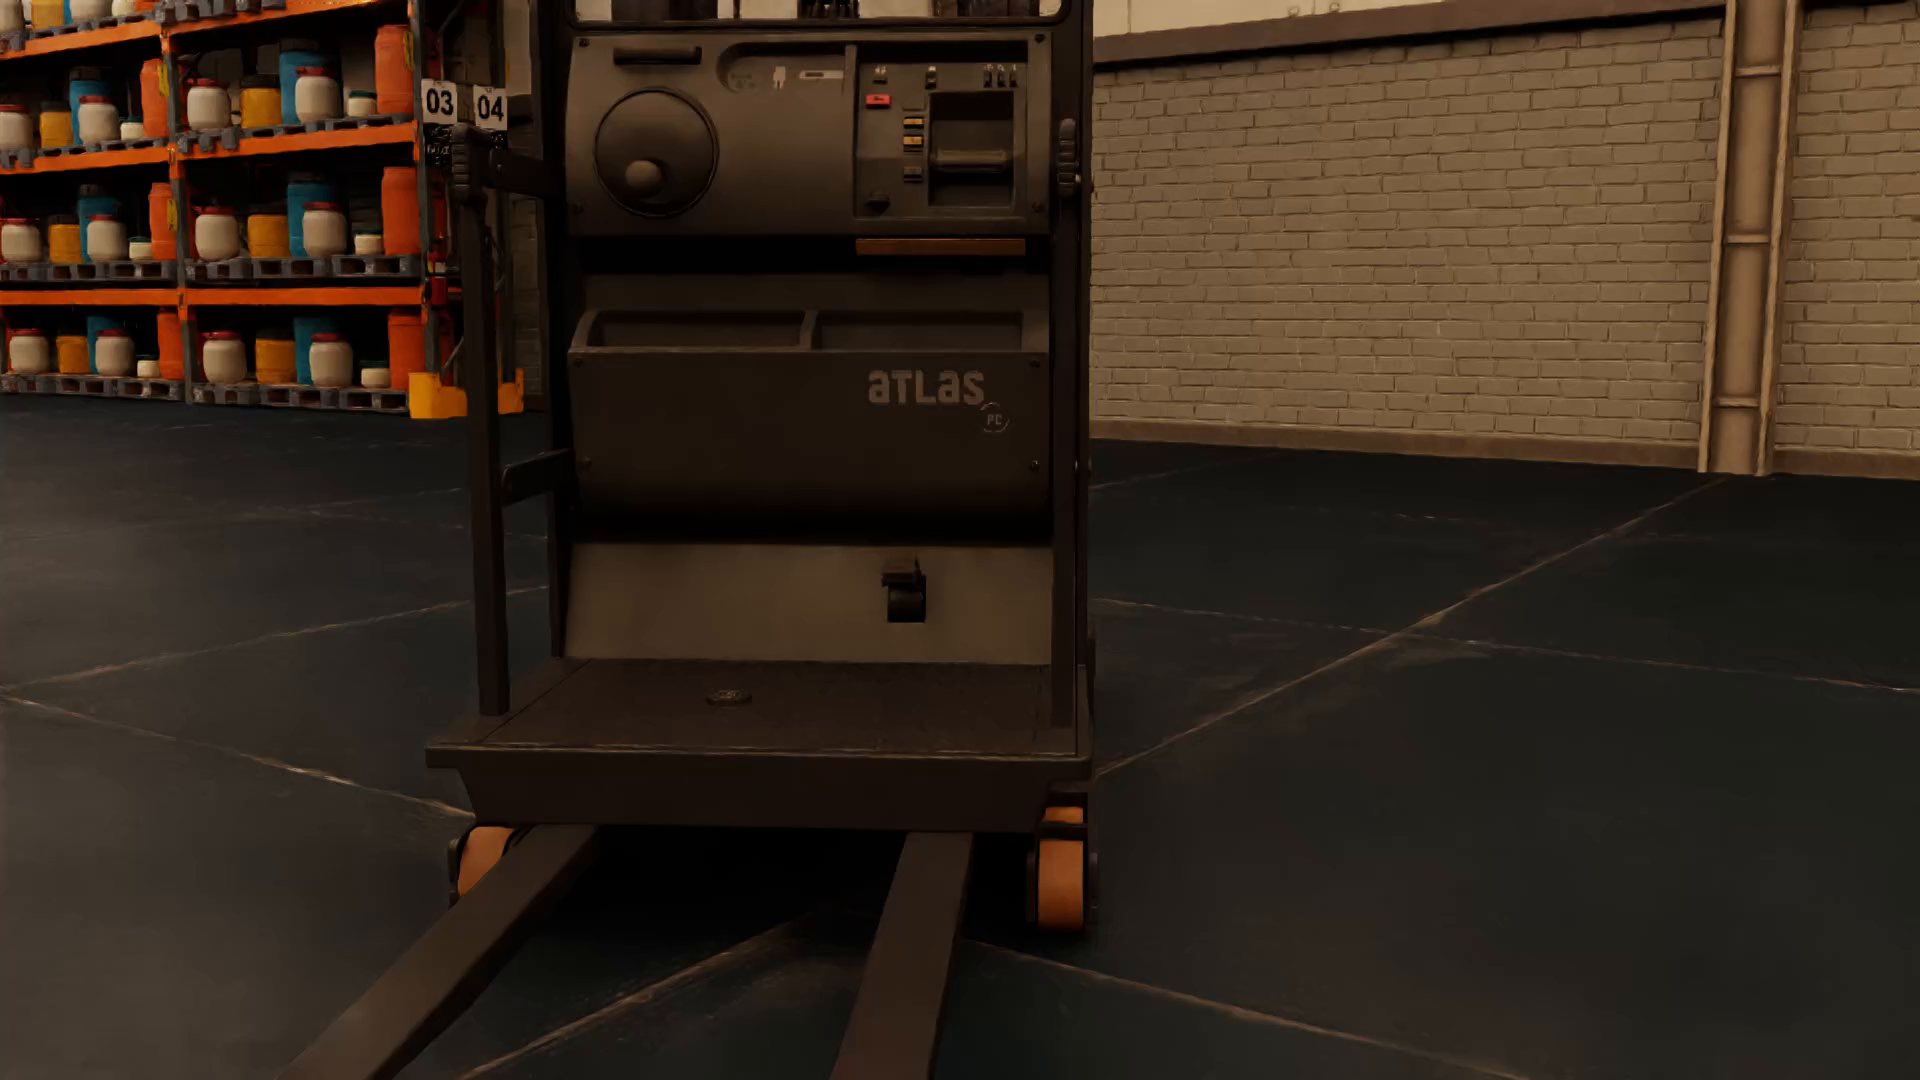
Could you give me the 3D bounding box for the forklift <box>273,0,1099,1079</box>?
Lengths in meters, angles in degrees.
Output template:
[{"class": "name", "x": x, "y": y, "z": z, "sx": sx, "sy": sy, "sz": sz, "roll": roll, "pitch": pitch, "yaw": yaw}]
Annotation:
[{"class": "forklift", "x": -0.302, "y": -0.823, "z": 2.978, "sx": 1.130, "sy": 2.935, "sz": 3.031, "roll": 1, "pitch": 8, "yaw": 4}]
